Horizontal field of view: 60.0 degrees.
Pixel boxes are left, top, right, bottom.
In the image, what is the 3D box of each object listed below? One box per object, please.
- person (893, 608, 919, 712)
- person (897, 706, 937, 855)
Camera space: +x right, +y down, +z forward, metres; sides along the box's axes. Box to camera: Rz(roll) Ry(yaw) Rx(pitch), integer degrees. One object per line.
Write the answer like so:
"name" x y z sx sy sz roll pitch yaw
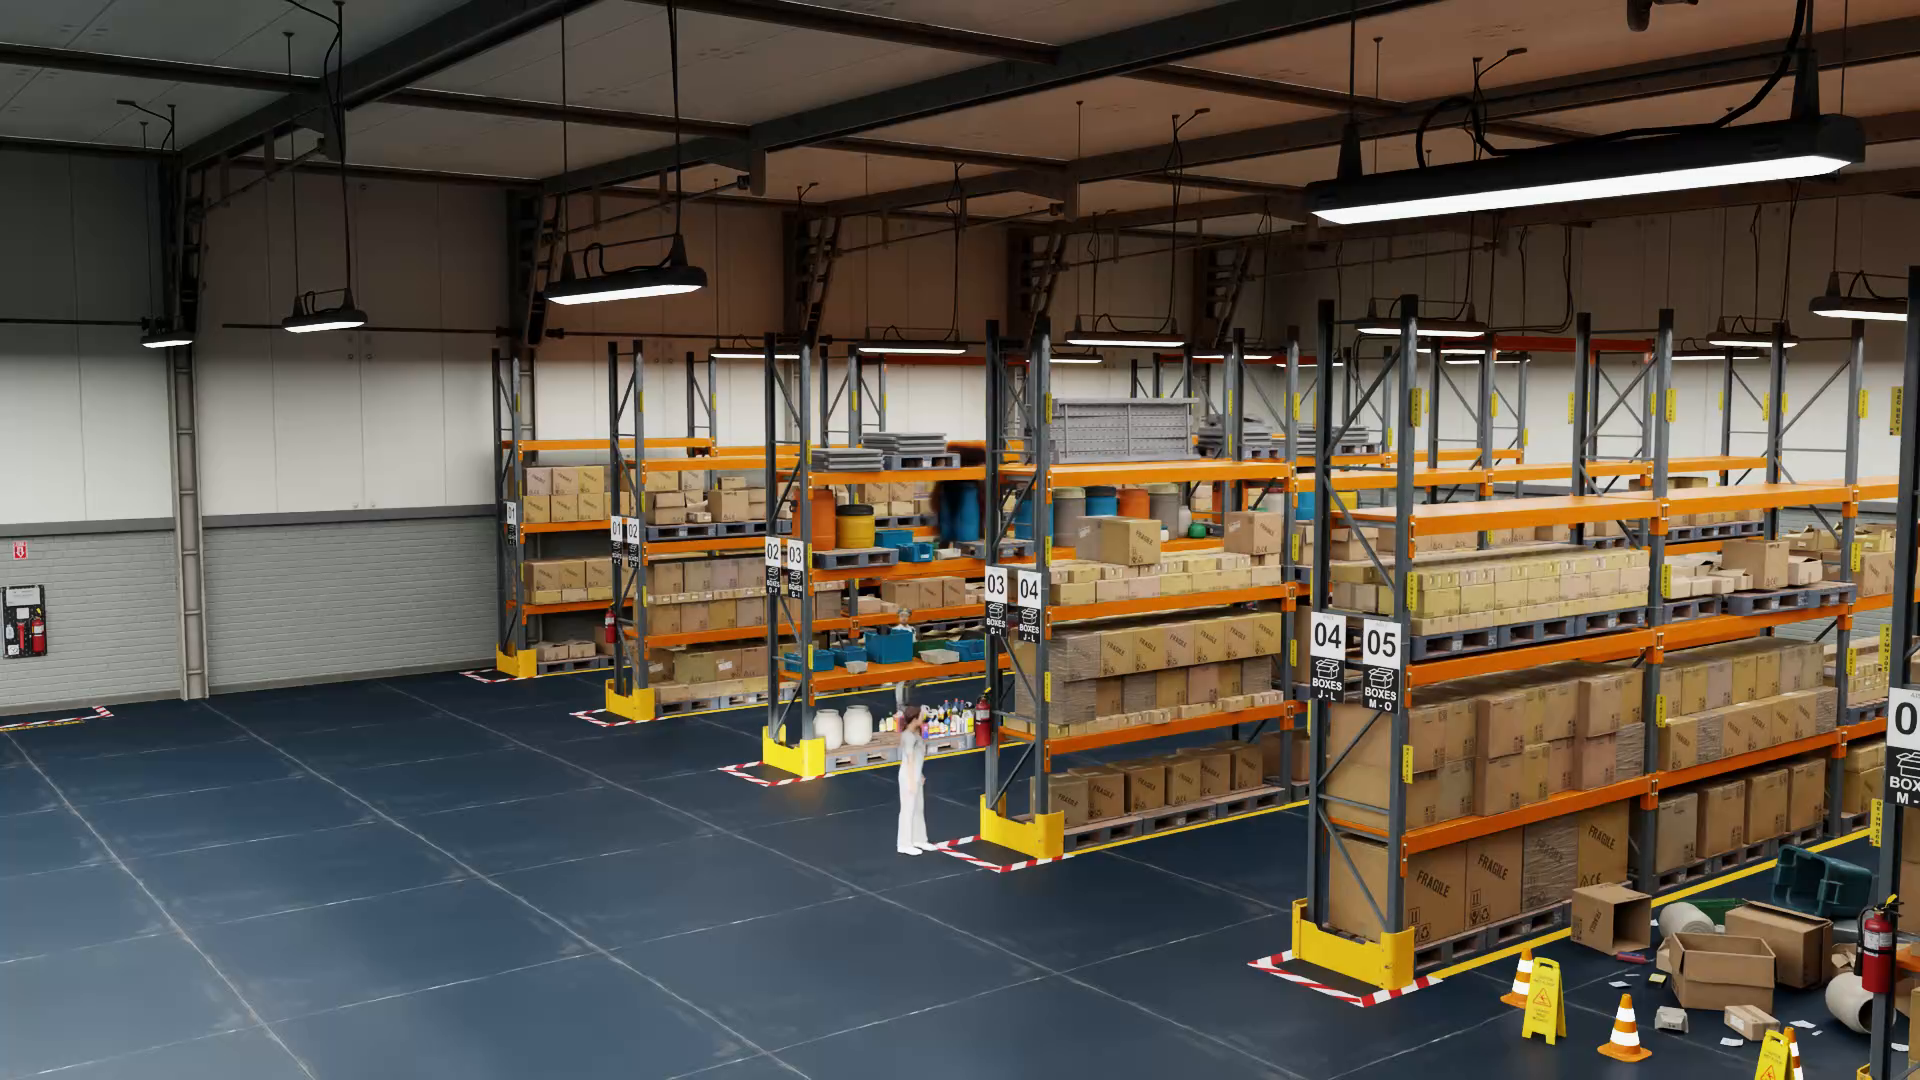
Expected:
"person" -0.913 1.961 26.956 0.528 1.709 0.450 -4 7 -41
"person" -0.489 2.695 18.667 0.436 1.694 0.465 0 5 5
